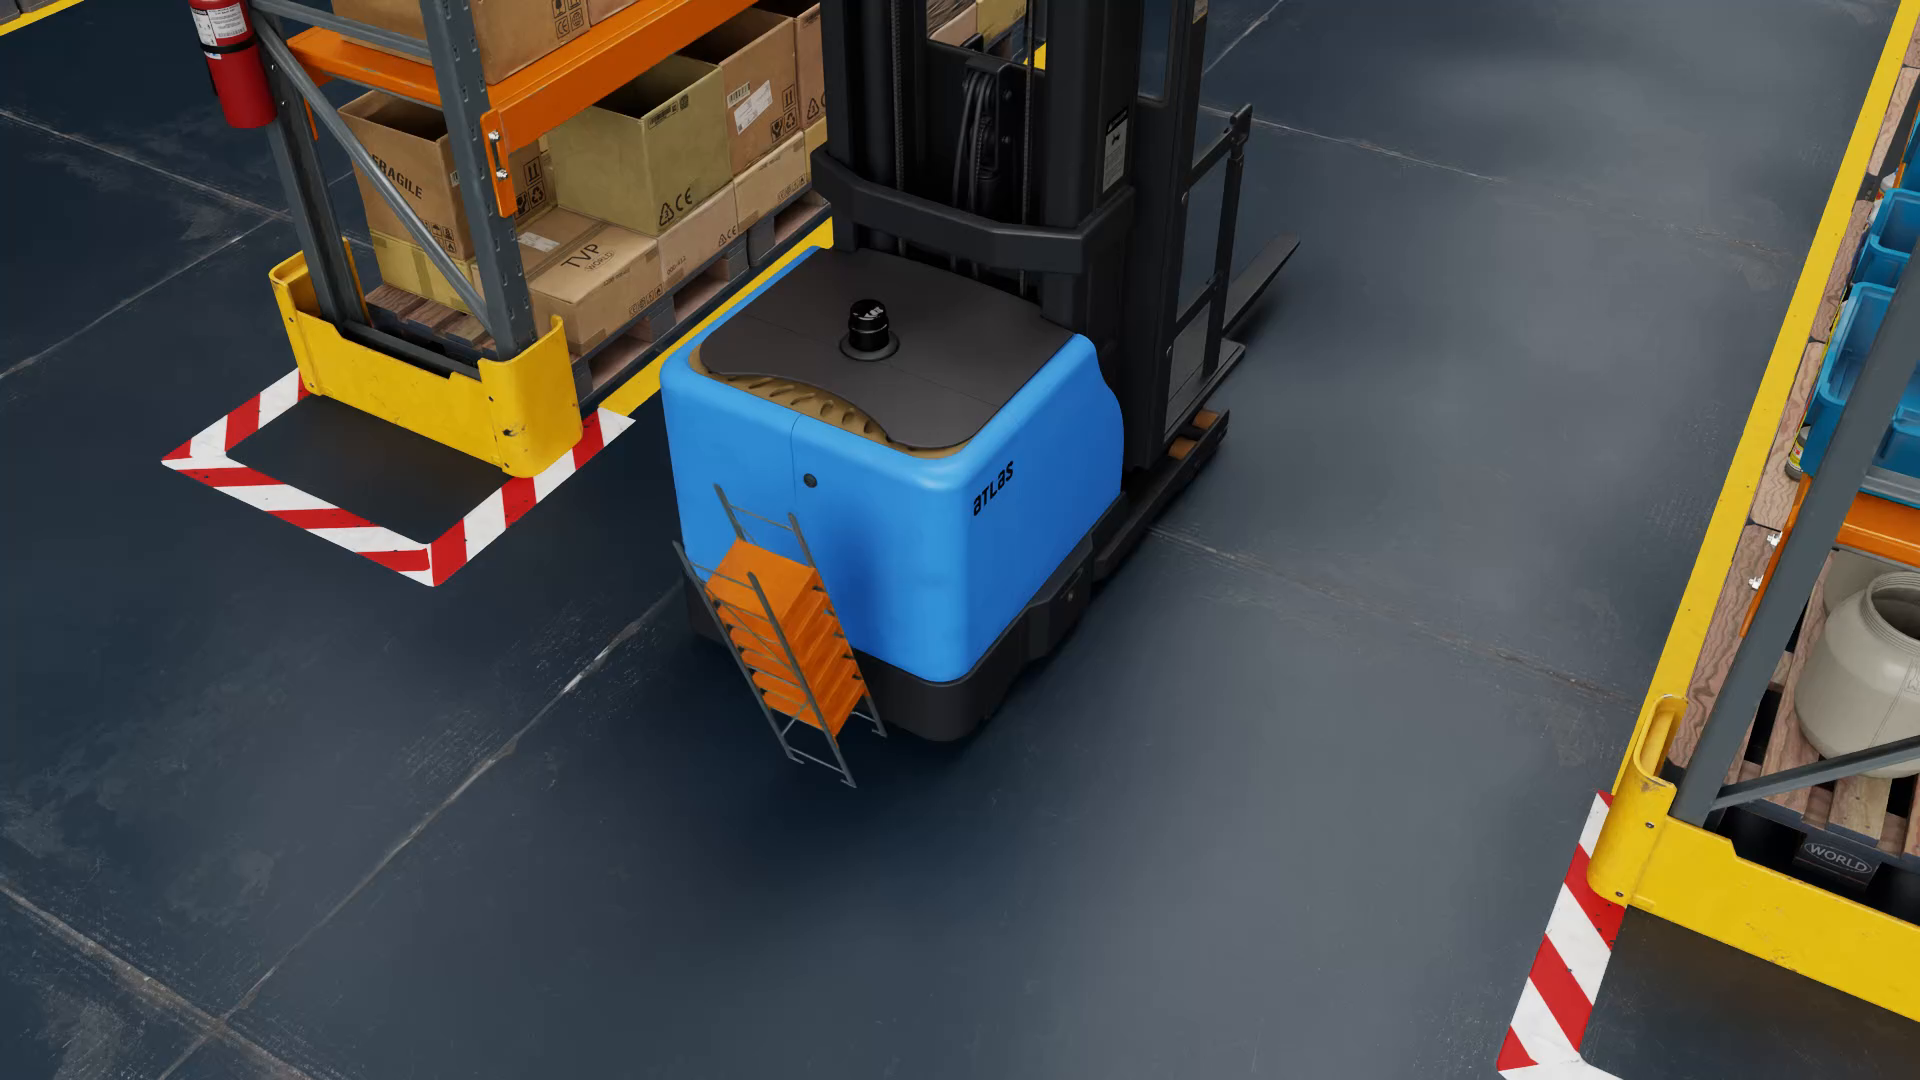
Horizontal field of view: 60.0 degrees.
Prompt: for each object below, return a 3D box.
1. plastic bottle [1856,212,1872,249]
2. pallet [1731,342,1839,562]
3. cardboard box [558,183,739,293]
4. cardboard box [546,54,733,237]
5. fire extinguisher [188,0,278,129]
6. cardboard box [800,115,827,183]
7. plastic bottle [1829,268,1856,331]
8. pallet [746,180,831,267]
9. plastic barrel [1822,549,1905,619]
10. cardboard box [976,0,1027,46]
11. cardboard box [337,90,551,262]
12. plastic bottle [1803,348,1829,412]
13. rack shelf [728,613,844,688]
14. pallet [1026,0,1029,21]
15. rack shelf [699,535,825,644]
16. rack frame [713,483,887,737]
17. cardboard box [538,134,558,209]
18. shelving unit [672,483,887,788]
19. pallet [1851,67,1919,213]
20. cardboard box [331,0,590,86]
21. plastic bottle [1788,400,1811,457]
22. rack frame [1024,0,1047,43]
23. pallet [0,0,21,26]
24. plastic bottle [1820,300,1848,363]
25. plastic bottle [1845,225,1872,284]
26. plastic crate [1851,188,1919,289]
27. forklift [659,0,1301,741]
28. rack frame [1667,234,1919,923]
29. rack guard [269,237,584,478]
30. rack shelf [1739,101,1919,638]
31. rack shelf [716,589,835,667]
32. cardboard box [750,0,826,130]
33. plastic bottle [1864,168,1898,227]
[{"bbox_3d":[3.690,-1.248,6.682,0.097,0.201,0.097,0,41,0],"label":"plastic bottle"},{"bbox_3d":[3.349,-0.169,5.783,1.003,0.211,1.213,21,45,22],"label":"pallet"},{"bbox_3d":[-1.250,-1.285,6.702,0.500,0.250,0.500,21,45,22],"label":"cardboard box"},{"bbox_3d":[-1.248,-1.566,6.454,0.500,0.500,0.500,21,45,22],"label":"cardboard box"},{"bbox_3d":[-2.419,-1.696,5.464,0.296,0.674,0.183,21,45,22],"label":"fire extinguisher"},{"bbox_3d":[-0.745,-1.855,7.350,0.500,0.250,0.500,21,45,22],"label":"cardboard box"},{"bbox_3d":[3.354,-0.919,6.247,0.061,0.283,0.133,23,46,24],"label":"plastic bottle"},{"bbox_3d":[-1.000,-1.739,7.565,1.003,0.211,1.213,21,45,22],"label":"pallet"},{"bbox_3d":[2.843,0.089,4.944,0.421,0.512,0.421,0,41,0],"label":"plastic barrel"},{"bbox_3d":[0.001,-2.716,8.327,0.500,0.250,0.500,21,45,22],"label":"cardboard box"},{"bbox_3d":[-1.947,-1.451,6.323,0.500,0.500,0.500,21,45,22],"label":"cardboard box"},{"bbox_3d":[3.088,-0.552,5.835,0.152,0.276,0.135,20,45,21],"label":"plastic bottle"},{"bbox_3d":[-0.468,0.256,4.441,0.258,0.103,0.180,21,63,22],"label":"rack shelf"},{"bbox_3d":[0.379,-3.315,9.355,1.003,0.211,1.213,21,45,22],"label":"pallet"},{"bbox_3d":[-0.504,0.125,4.243,0.258,0.103,0.180,21,63,22],"label":"rack shelf"},{"bbox_3d":[-0.413,0.226,4.542,0.240,1.200,0.006,21,63,22],"label":"rack frame"},{"bbox_3d":[-1.705,-1.459,6.900,0.500,0.250,0.500,21,45,22],"label":"cardboard box"},{"bbox_3d":[-0.457,0.296,4.504,0.258,1.200,0.189,21,63,22],"label":"shelving unit"},{"bbox_3d":[4.690,-1.703,7.524,1.003,0.211,1.213,21,45,22],"label":"pallet"},{"bbox_3d":[-1.713,-1.939,5.607,0.700,0.500,0.500,21,45,22],"label":"cardboard box"},{"bbox_3d":[2.911,-0.413,5.672,0.061,0.283,0.133,22,46,23],"label":"plastic bottle"},{"bbox_3d":[0.044,-3.927,7.940,1.000,3.000,0.127,21,45,22],"label":"rack frame"},{"bbox_3d":[-5.773,-2.725,8.685,1.003,0.211,1.213,21,45,22],"label":"pallet"},{"bbox_3d":[3.260,-0.782,6.040,0.144,0.351,0.185,21,45,22],"label":"plastic bottle"},{"bbox_3d":[3.568,-1.133,6.439,0.144,0.351,0.185,22,46,23],"label":"plastic bottle"},{"bbox_3d":[2.650,-0.698,4.385,0.499,0.251,0.408,21,45,22],"label":"plastic crate"},{"bbox_3d":[0.327,-1.452,5.181,1.130,2.935,3.031,22,46,23],"label":"forklift"},{"bbox_3d":[2.329,0.002,3.478,1.000,3.000,0.127,21,45,22],"label":"rack frame"},{"bbox_3d":[-1.970,-0.687,6.152,1.175,0.500,0.348,21,45,22],"label":"rack guard"},{"bbox_3d":[3.330,-0.873,5.016,1.077,0.370,4.000,21,45,22],"label":"rack shelf"},{"bbox_3d":[-0.486,0.190,4.342,0.258,0.103,0.180,21,63,22],"label":"rack shelf"},{"bbox_3d":[-0.744,-2.136,7.102,0.500,0.500,0.500,21,45,22],"label":"cardboard box"},{"bbox_3d":[3.792,-1.391,6.791,0.097,0.271,0.097,0,41,0],"label":"plastic bottle"}]
